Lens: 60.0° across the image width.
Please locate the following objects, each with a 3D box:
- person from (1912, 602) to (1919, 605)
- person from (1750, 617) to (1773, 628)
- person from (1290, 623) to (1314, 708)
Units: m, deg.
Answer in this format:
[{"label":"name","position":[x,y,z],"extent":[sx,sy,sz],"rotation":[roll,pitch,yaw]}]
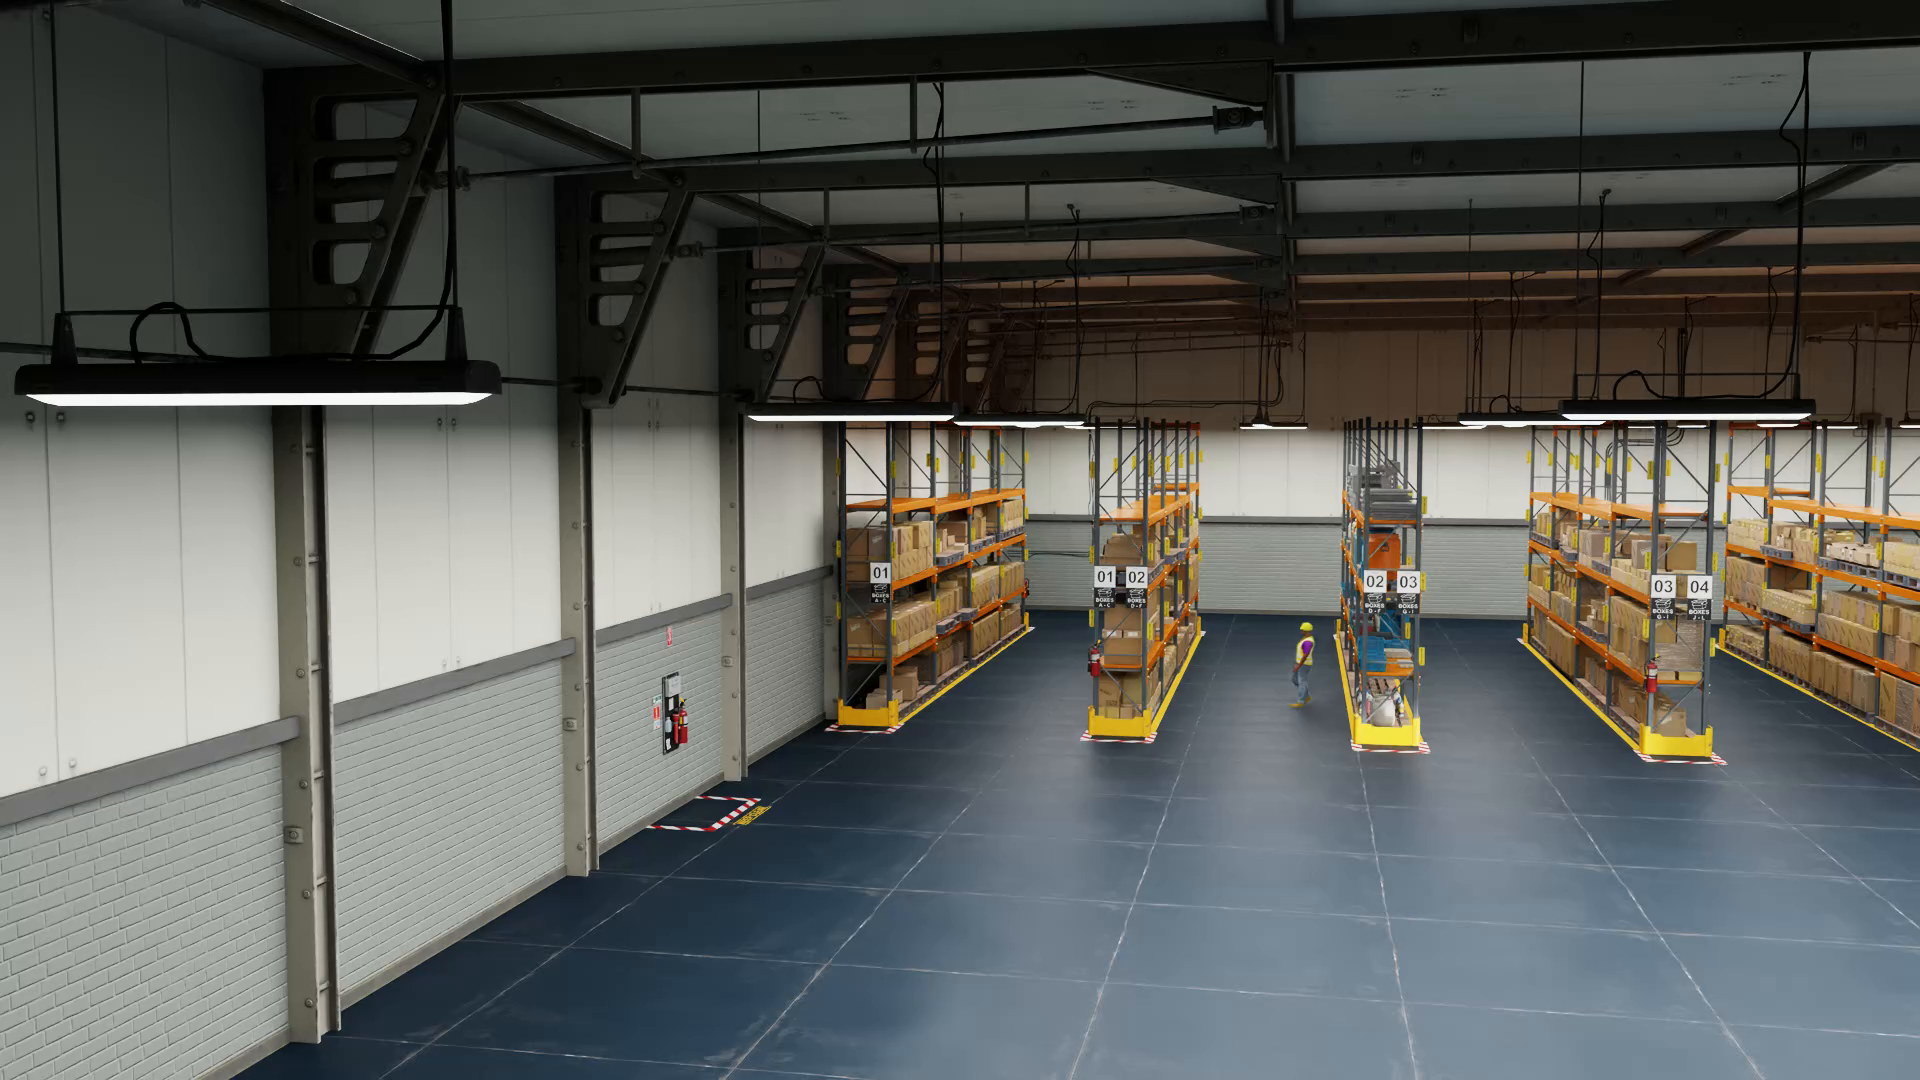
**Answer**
[{"label":"person","position":[22.746,2.379,39.640],"extent":[0.519,1.580,0.654],"rotation":[0,4,-7]},{"label":"person","position":[21.820,1.918,45.128],"extent":[0.856,1.739,0.567],"rotation":[0,4,5]},{"label":"person","position":[7.130,2.601,34.662],"extent":[0.527,1.771,0.655],"rotation":[0,4,-1]}]
